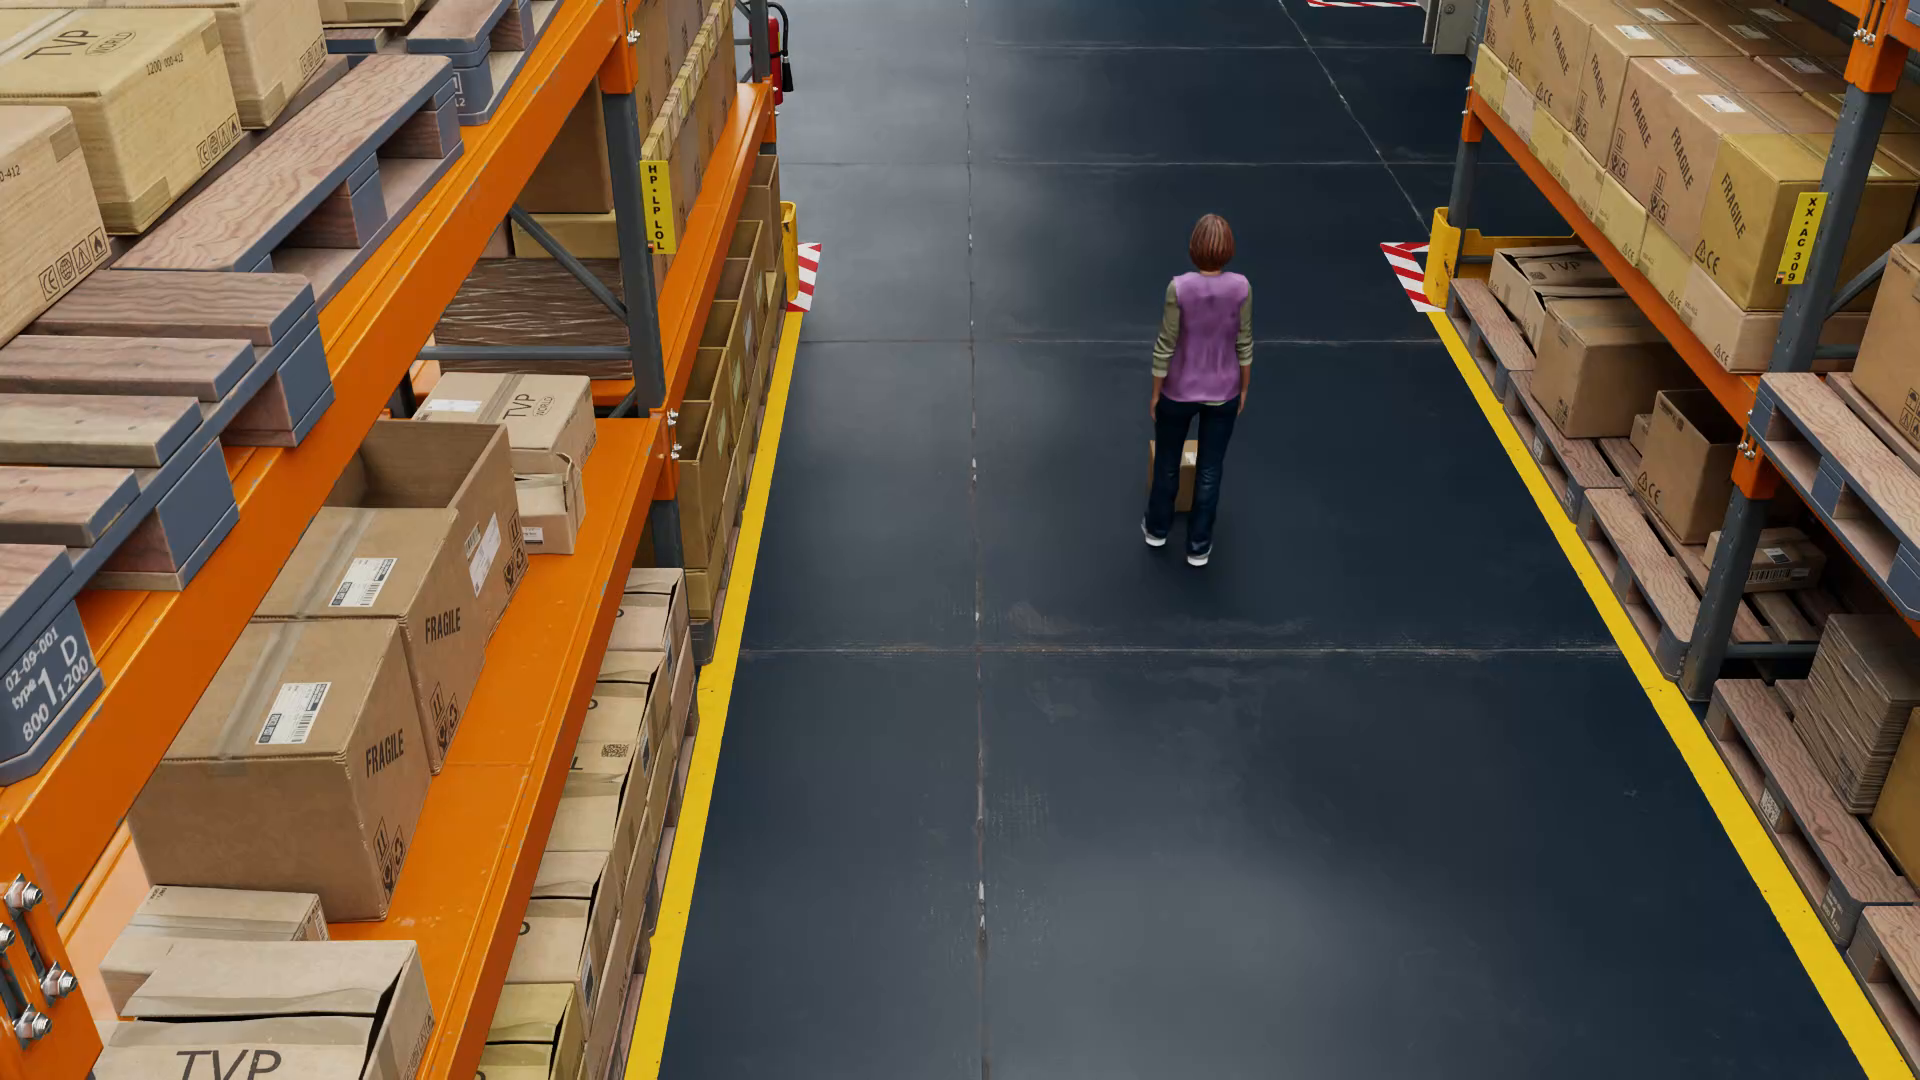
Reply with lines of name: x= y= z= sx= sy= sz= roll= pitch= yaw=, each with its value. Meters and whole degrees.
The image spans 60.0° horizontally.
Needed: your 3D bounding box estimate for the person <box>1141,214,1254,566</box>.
person: x=1.027 y=-0.653 z=7.184 sx=0.430 sy=1.602 sz=0.479 roll=0 pitch=32 yaw=0
